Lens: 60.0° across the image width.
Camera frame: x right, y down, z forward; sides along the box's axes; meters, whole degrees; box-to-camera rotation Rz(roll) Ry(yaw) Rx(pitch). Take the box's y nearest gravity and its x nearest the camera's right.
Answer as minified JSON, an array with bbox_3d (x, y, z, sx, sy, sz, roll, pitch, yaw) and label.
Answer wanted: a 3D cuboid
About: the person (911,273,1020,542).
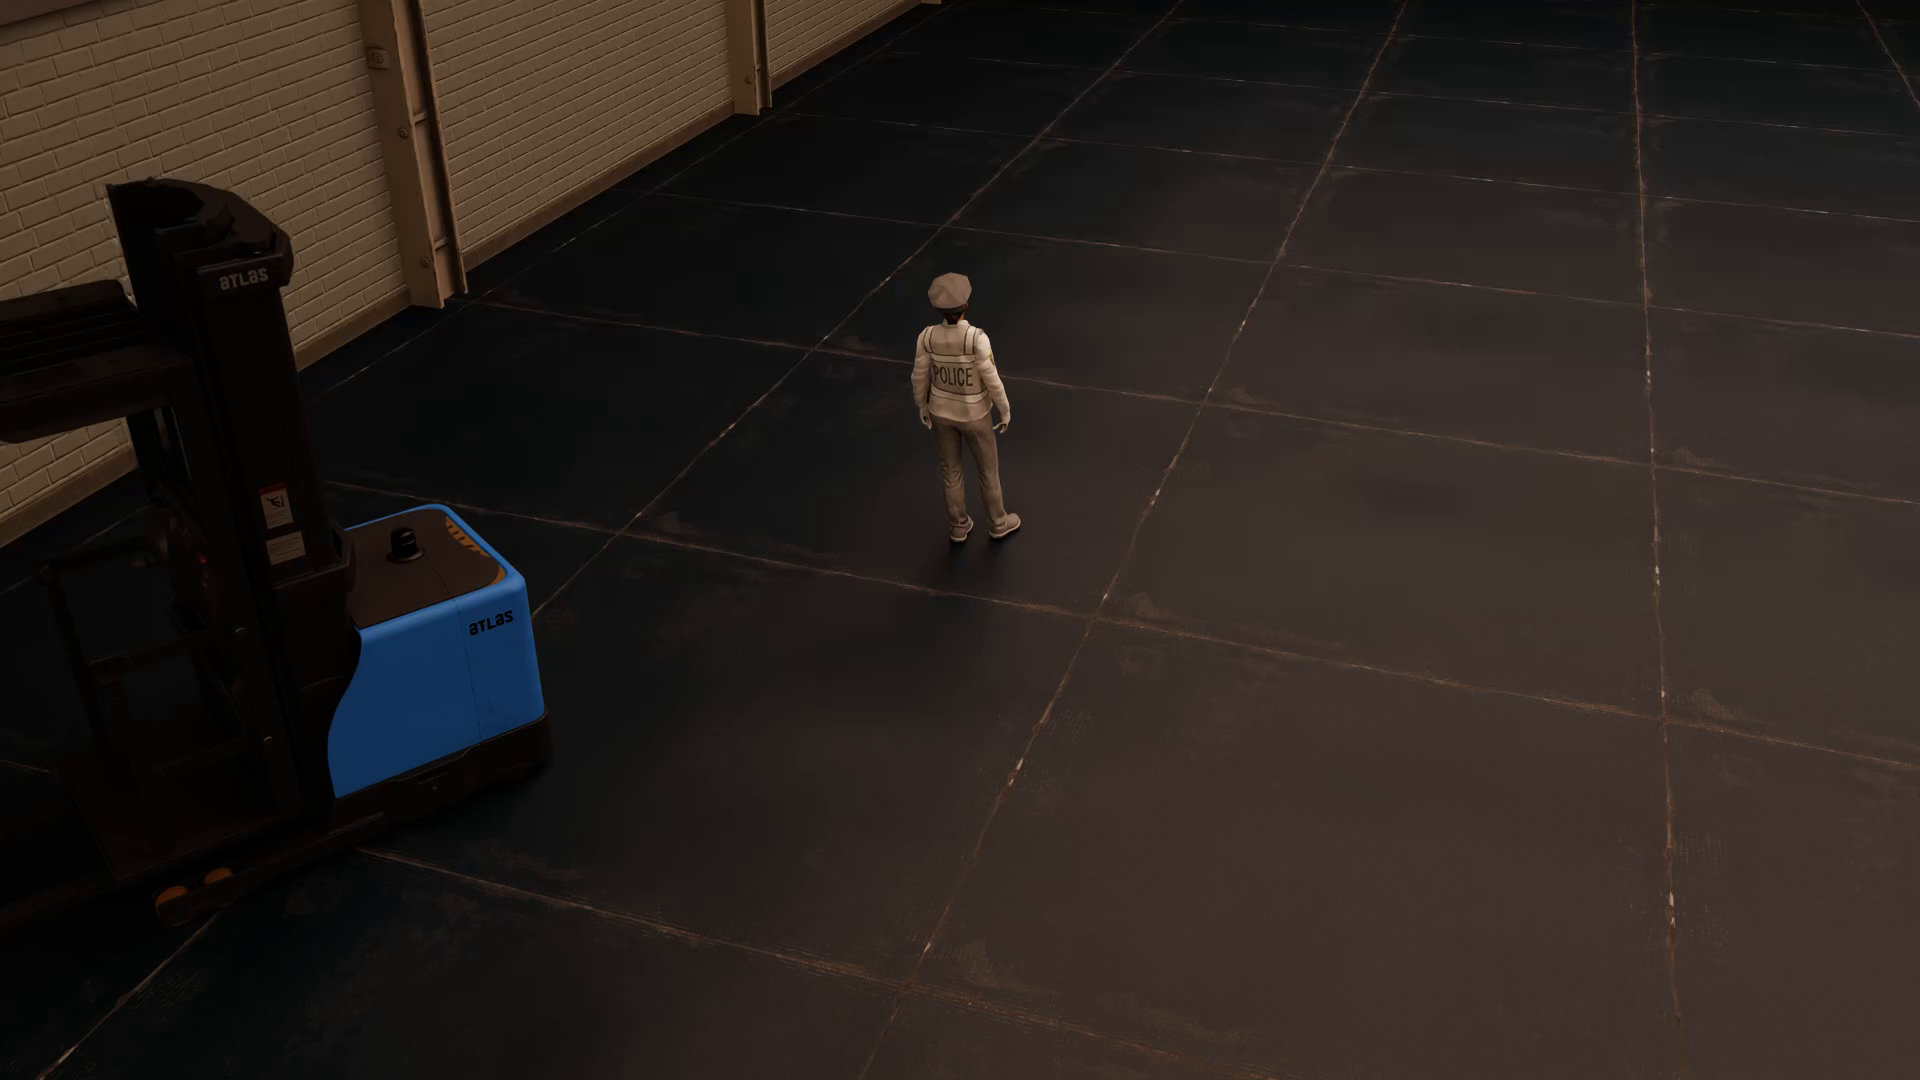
[{"bbox_3d":[0.028,-0.773,9.726,0.587,1.696,0.534,10,31,16],"label":"person"}]

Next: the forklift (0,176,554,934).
[{"bbox_3d":[-3.462,0.094,6.972,3.031,2.935,1.130,-21,36,-32],"label":"forklift"}]
